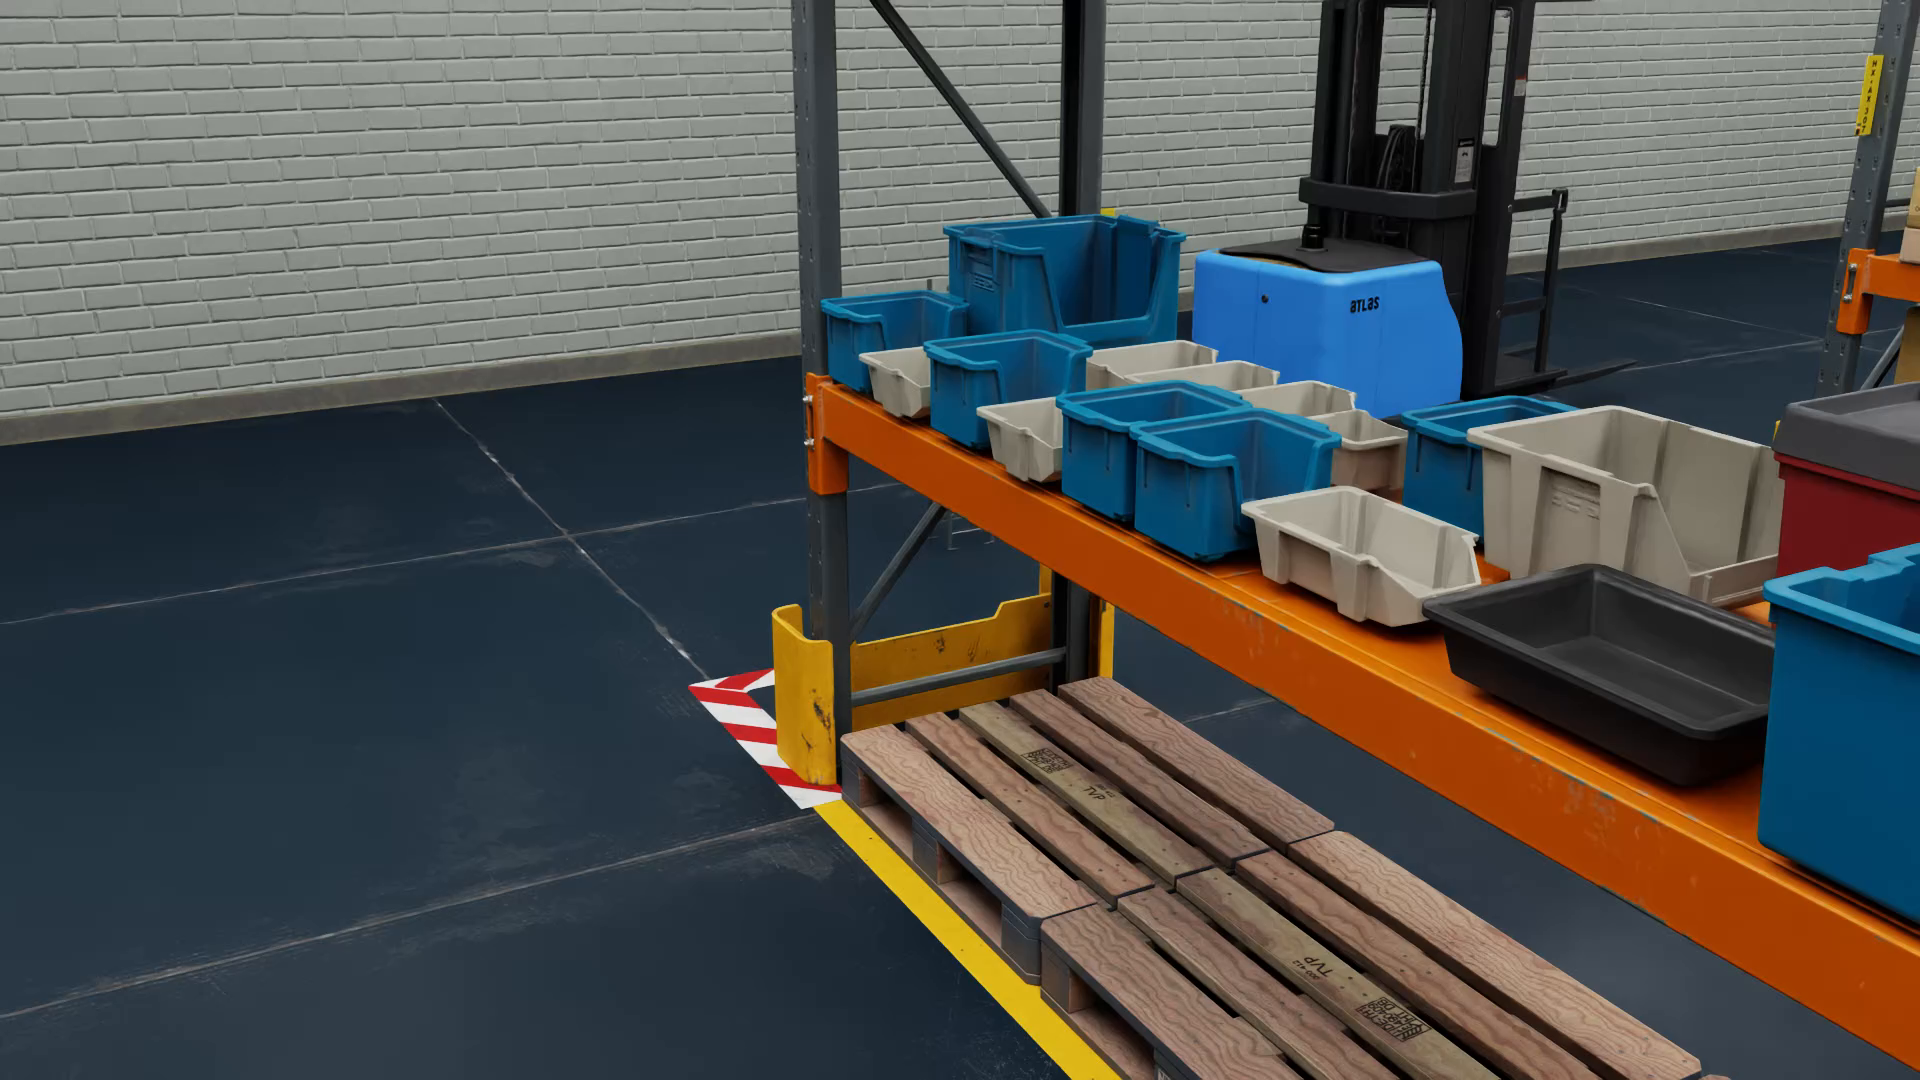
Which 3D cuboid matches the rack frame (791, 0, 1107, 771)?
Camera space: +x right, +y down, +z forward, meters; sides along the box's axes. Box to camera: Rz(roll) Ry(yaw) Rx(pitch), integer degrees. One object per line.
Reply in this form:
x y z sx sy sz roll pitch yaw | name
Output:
-0.017 -0.754 5.218 1.000 3.000 0.127 -10 21 -27 | rack frame

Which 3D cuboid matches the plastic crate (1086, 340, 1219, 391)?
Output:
0.530 -0.452 4.654 0.396 0.136 0.243 -10 21 -27 | plastic crate

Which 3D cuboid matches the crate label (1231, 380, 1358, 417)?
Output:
0.808 -0.290 4.186 0.396 0.136 0.243 -10 21 -27 | crate label

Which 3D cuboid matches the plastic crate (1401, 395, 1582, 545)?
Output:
1.184 -0.153 3.642 0.416 0.233 0.300 -10 21 -27 | plastic crate

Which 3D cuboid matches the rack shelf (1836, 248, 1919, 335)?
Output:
5.292 -0.607 5.895 1.077 0.370 4.000 -10 21 -27 | rack shelf

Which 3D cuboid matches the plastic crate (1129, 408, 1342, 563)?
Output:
0.578 -0.117 3.538 0.416 0.233 0.300 -10 21 -27 | plastic crate

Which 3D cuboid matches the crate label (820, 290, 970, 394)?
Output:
-0.189 -0.581 4.883 0.416 0.233 0.303 -10 21 -27 | crate label

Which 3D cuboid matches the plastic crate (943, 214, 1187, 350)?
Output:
0.307 -0.732 5.008 0.616 0.435 0.499 -10 21 -27 | plastic crate

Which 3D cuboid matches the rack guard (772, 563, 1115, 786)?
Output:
-0.040 0.423 5.640 1.175 0.500 0.348 -10 21 -27 | rack guard

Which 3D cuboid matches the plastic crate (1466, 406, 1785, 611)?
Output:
1.320 -0.045 3.253 0.437 0.282 0.530 -10 21 -27 | plastic crate

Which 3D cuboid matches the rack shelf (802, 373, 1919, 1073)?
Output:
0.933 0.160 3.672 1.077 0.370 4.000 -10 21 -27 | rack shelf

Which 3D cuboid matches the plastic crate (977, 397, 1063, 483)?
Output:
0.212 -0.236 4.030 0.250 0.136 0.298 -10 21 -27 | plastic crate

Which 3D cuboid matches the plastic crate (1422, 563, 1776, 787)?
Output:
1.115 0.216 2.736 0.437 0.125 0.590 -10 21 -27 | plastic crate

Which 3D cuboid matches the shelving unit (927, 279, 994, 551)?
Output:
0.007 -0.563 7.424 0.258 1.200 0.189 -10 21 -27 | shelving unit

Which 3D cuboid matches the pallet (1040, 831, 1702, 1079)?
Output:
0.916 1.157 3.956 1.003 0.211 1.213 -10 21 -27 | pallet

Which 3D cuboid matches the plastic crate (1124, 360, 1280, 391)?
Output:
0.655 -0.366 4.407 0.396 0.136 0.243 -10 21 -27 | plastic crate

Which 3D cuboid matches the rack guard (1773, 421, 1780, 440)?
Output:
4.331 -0.347 7.869 1.175 0.500 0.348 -10 21 -27 | rack guard

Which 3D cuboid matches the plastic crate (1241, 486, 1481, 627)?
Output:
0.791 0.037 3.237 0.293 0.136 0.466 -10 21 -27 | plastic crate

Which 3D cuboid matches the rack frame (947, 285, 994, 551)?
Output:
0.050 -0.537 7.348 0.240 1.200 0.006 -10 21 -27 | rack frame

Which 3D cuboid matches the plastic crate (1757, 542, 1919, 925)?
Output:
1.361 0.292 2.119 0.392 0.384 0.575 -10 21 -27 | plastic crate

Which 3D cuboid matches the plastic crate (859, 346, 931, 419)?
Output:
-0.110 -0.431 4.594 0.250 0.136 0.298 -10 21 -27 | plastic crate

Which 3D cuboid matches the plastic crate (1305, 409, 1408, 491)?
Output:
0.965 -0.208 3.948 0.298 0.136 0.250 -10 21 -27 | plastic crate

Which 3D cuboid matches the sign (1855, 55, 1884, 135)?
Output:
3.851 -1.884 7.043 0.100 0.325 0.005 -10 21 -27 | sign

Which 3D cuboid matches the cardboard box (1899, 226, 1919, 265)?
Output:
4.220 -1.250 7.039 0.380 0.149 0.250 -10 21 -26 | cardboard box

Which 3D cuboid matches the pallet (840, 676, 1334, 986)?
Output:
0.341 0.807 4.970 1.003 0.211 1.213 -10 21 -27 | pallet

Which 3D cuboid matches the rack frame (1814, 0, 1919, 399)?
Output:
4.342 -1.521 7.442 1.000 3.000 0.127 -10 21 -27 | rack frame

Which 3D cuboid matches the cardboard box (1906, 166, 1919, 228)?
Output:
4.332 -1.411 6.897 0.500 0.250 0.500 -11 22 -28 | cardboard box

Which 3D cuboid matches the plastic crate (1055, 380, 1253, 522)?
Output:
0.436 -0.203 3.787 0.416 0.233 0.300 -10 21 -27 | plastic crate

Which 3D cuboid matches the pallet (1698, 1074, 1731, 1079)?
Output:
1.499 1.507 2.940 1.003 0.211 1.213 -10 21 -27 | pallet

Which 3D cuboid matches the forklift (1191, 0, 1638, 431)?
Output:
2.708 -2.055 9.092 3.031 2.935 1.130 -14 23 -34 | forklift

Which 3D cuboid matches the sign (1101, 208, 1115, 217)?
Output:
0.460 -0.921 5.452 0.100 0.325 0.005 -10 21 -27 | sign

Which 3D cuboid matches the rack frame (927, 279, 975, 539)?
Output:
-0.037 -0.589 7.500 0.240 1.200 0.006 -10 21 -27 | rack frame

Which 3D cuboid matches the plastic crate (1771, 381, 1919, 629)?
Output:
1.679 0.040 2.726 0.402 0.464 0.583 -10 21 -27 | plastic crate

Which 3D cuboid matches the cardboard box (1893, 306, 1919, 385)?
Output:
4.716 -0.544 7.223 0.875 0.875 0.875 -10 21 -27 | cardboard box

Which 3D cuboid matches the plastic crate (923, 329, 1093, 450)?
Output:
0.123 -0.392 4.335 0.416 0.233 0.300 -10 21 -27 | plastic crate
